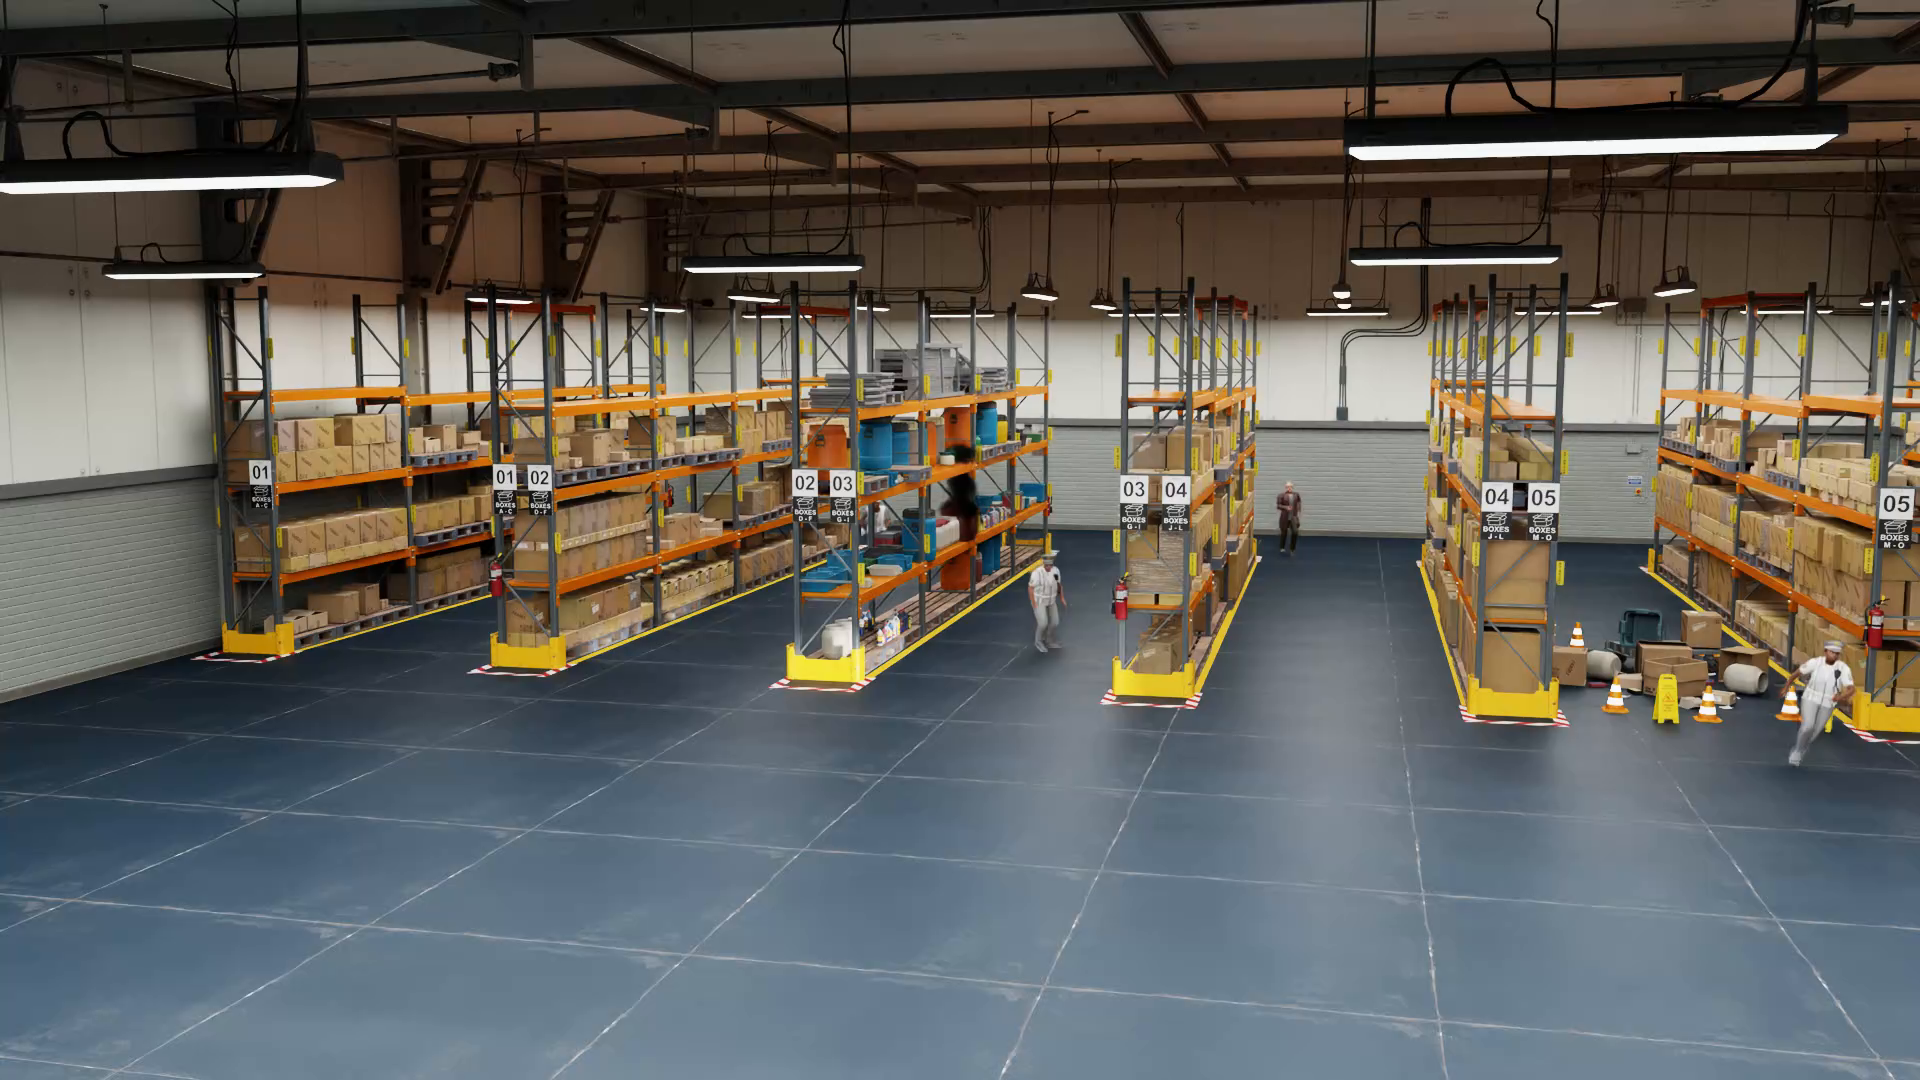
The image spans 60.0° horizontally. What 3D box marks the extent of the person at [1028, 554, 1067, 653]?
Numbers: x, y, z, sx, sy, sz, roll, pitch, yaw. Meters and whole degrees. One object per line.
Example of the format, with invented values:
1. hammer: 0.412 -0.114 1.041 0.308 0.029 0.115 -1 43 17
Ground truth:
1. person: 1.428 1.032 27.473 0.680 1.676 0.649 -4 8 -31

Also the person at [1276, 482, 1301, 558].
1. person: 7.938 -0.486 40.173 0.670 1.835 0.908 0 7 -4

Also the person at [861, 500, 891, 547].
1. person: -1.905 -0.155 37.576 0.682 1.706 0.706 0 7 -4

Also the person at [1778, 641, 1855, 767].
1. person: 10.219 1.965 19.801 0.749 1.598 0.662 2 7 13
